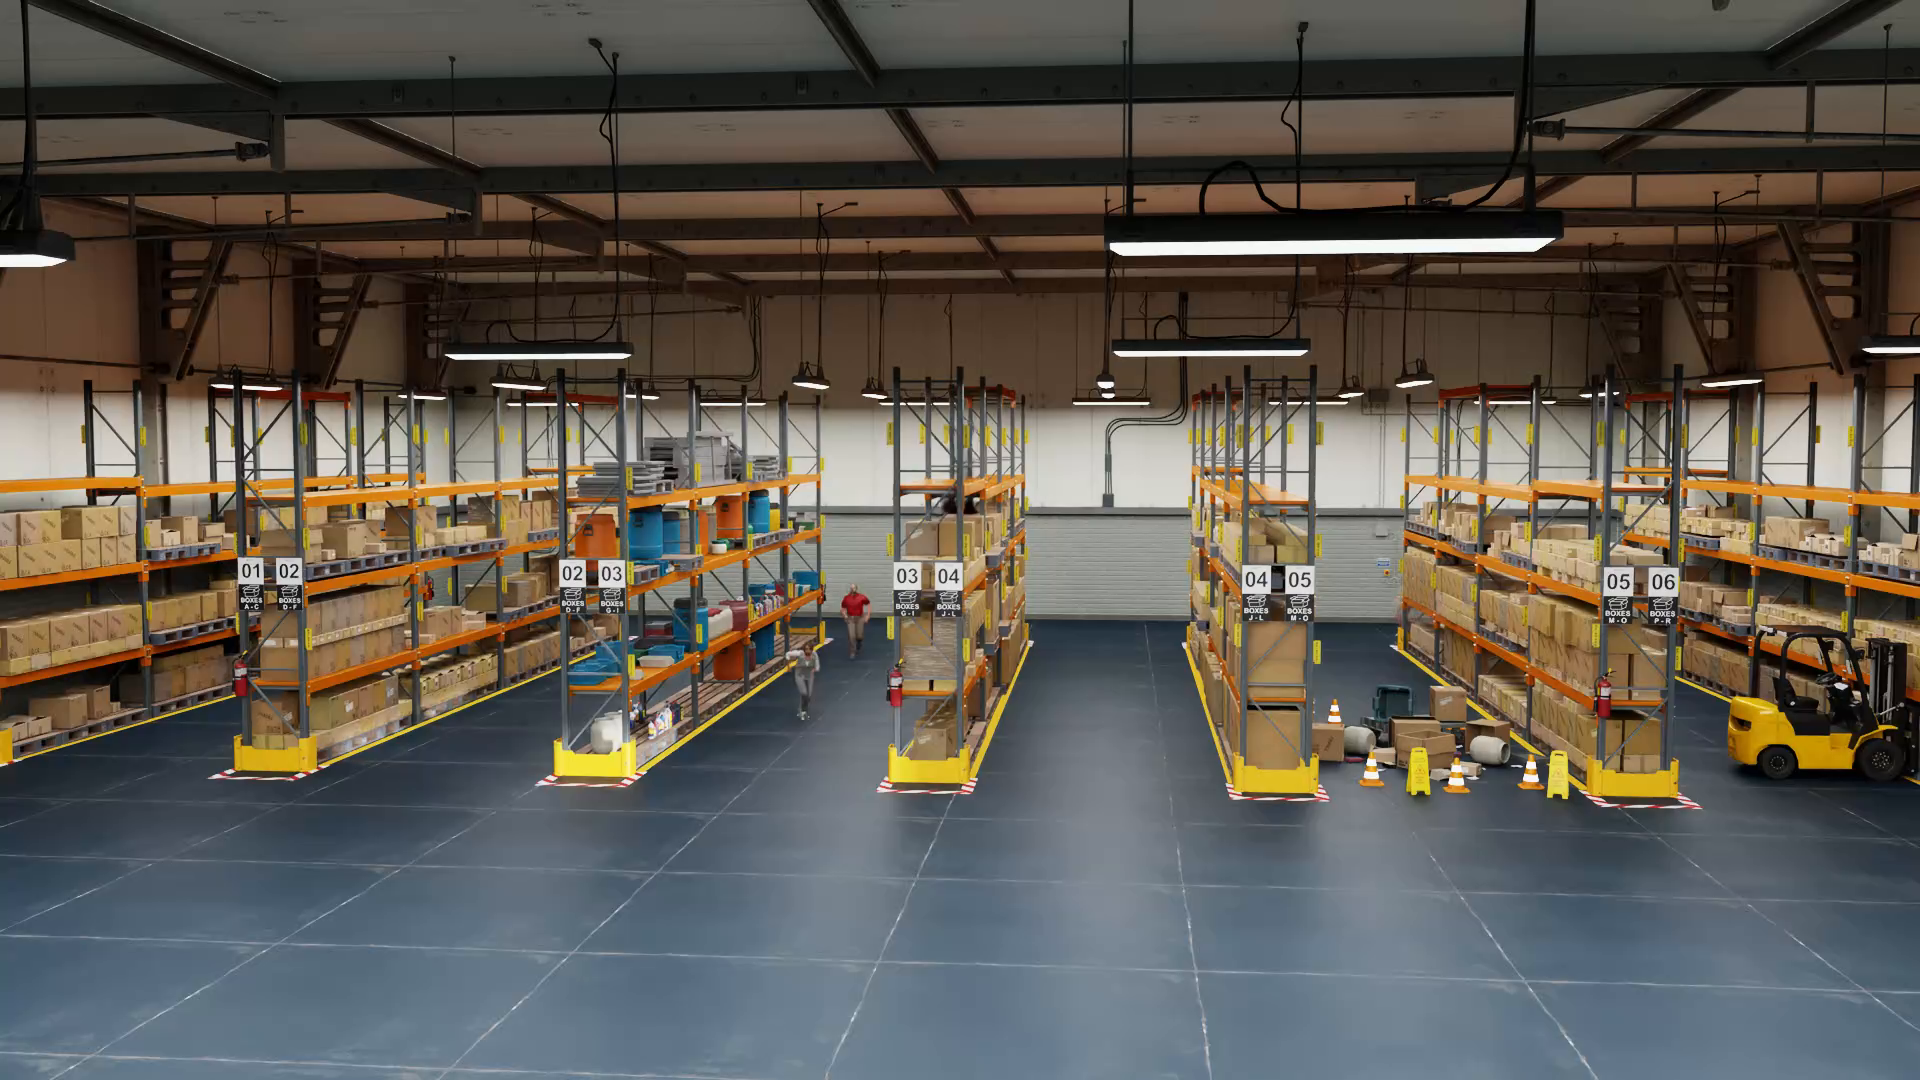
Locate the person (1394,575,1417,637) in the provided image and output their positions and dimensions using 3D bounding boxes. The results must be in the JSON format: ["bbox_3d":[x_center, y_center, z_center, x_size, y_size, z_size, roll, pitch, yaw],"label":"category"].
[{"bbox_3d":[11.162,1.611,41.474,0.619,1.626,0.574,-1,4,-15],"label":"person"}]

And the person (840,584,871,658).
[{"bbox_3d":[-2.364,1.826,37.650,0.693,1.692,0.667,0,4,5],"label":"person"}]

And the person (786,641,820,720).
[{"bbox_3d":[-2.750,2.467,29.118,0.568,1.424,0.868,-1,4,-17],"label":"person"}]
